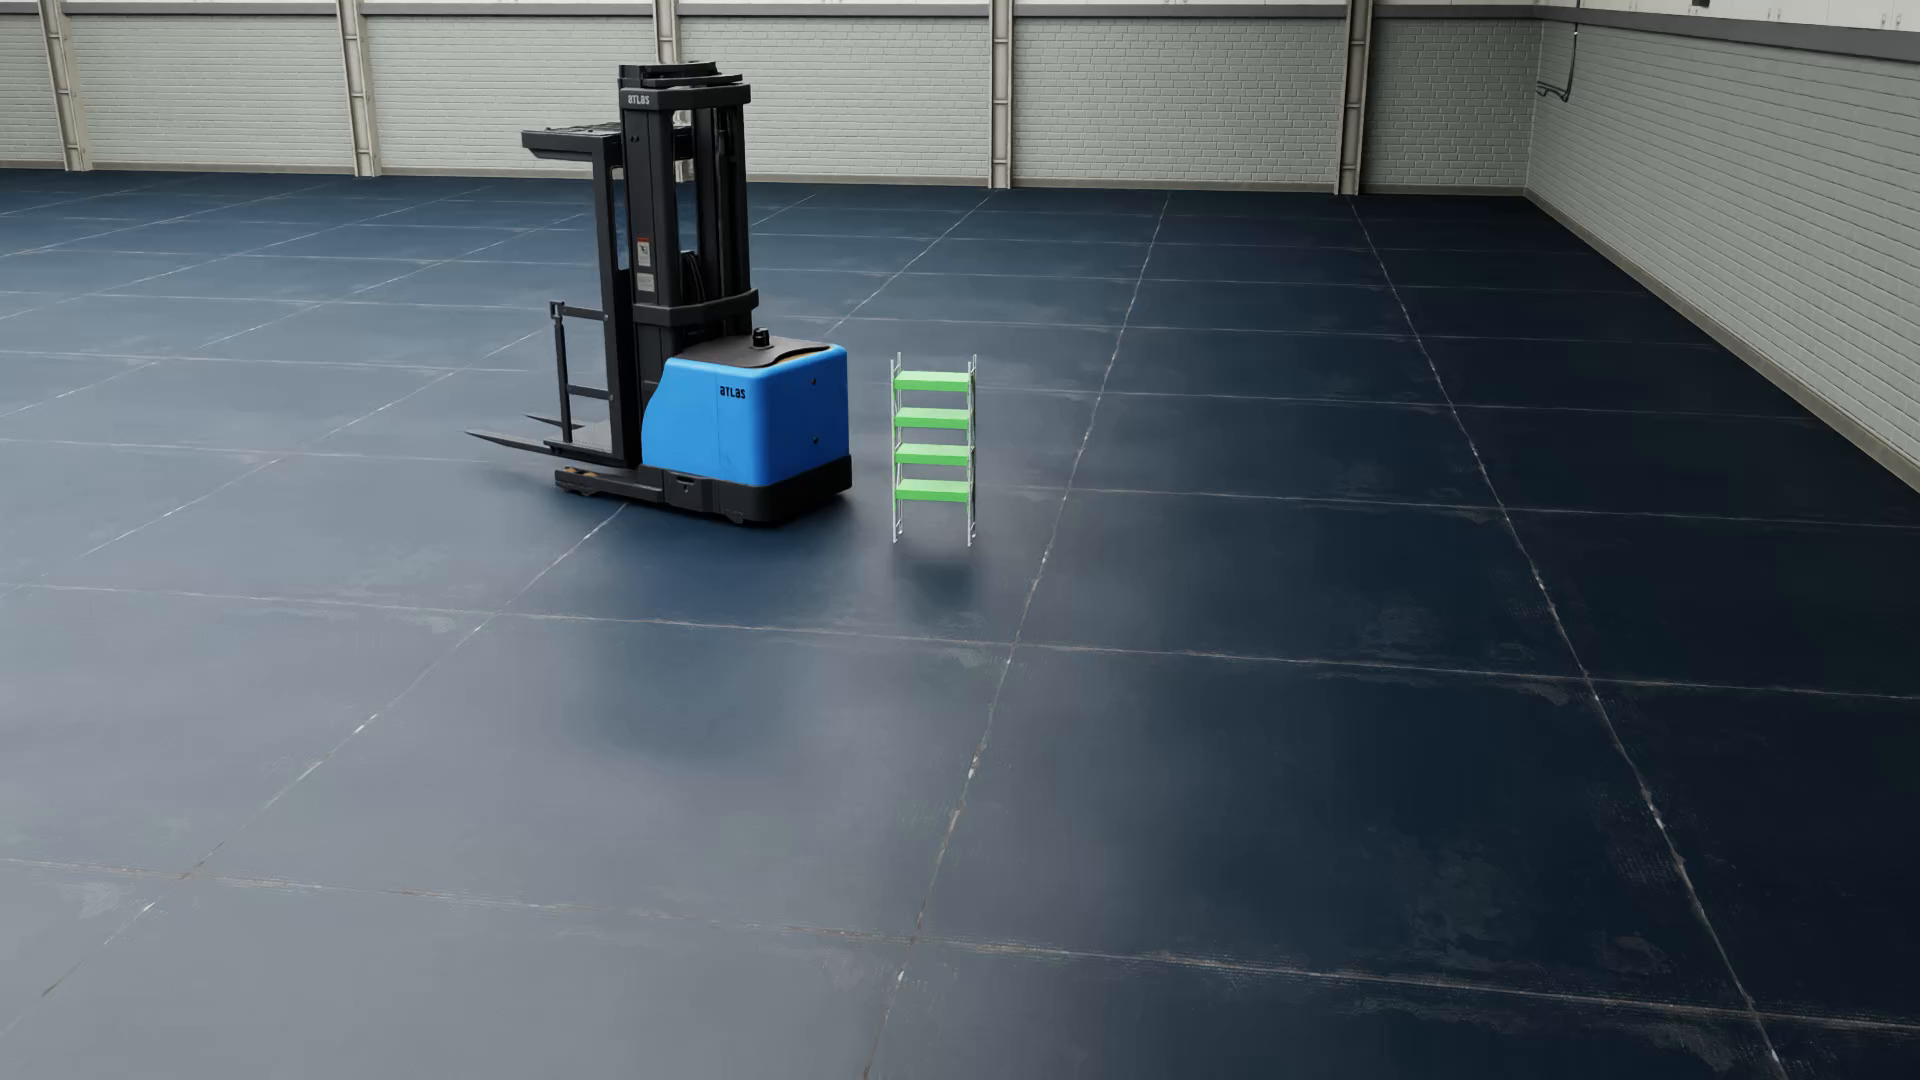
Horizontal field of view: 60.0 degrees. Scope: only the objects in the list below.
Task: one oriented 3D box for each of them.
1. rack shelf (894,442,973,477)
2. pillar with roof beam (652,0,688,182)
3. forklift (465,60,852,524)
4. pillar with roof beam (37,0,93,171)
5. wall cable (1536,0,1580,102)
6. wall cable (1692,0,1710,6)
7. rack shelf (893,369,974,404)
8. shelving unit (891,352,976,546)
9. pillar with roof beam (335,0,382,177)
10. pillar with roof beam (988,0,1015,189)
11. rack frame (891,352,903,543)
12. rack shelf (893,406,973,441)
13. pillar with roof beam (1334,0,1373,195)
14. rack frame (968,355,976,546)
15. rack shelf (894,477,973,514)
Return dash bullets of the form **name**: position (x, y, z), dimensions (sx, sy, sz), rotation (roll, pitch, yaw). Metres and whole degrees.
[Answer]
- **rack shelf**: position (-0.163, -0.517, 10.658), dimensions (0.480, 0.148, 0.258), rotation (3, 19, 9)
- **pillar with roof beam**: position (-5.889, -9.480, 24.954), dimensions (0.400, 9.000, 9.100), rotation (3, 19, 9)
- **forklift**: position (-2.279, -1.828, 11.647), dimensions (3.031, 2.935, 1.130), rotation (11, 22, 31)
- **pillar with roof beam**: position (-17.737, -10.084, 26.759), dimensions (0.400, 9.000, 9.100), rotation (3, 19, 9)
- **wall cable**: position (9.341, -8.190, 25.991), dimensions (0.112, 2.526, 3.097), rotation (3, 19, 9)
- **wall cable**: position (7.819, -8.302, 16.073), dimensions (0.169, 6.003, 2.305), rotation (3, 19, 9)
- **rack shelf**: position (-0.163, -0.972, 10.506), dimensions (0.480, 0.148, 0.258), rotation (3, 19, 9)
- **shelving unit**: position (-0.163, -0.577, 10.638), dimensions (0.503, 1.200, 0.258), rotation (3, 19, 9)
- **pillar with roof beam**: position (-11.813, -9.782, 25.857), dimensions (0.400, 9.000, 9.100), rotation (3, 19, 9)
- **pillar with roof beam**: position (0.035, -9.178, 24.052), dimensions (0.400, 9.000, 9.100), rotation (3, 19, 9)
- **rack frame**: position (-0.404, -0.590, 10.674), dimensions (0.015, 1.200, 0.240), rotation (3, 19, 9)
- **rack shelf**: position (-0.163, -0.744, 10.582), dimensions (0.480, 0.148, 0.258), rotation (3, 19, 9)
- **pillar with roof beam**: position (5.959, -8.876, 23.149), dimensions (0.400, 9.000, 9.100), rotation (3, 19, 9)
- **rack frame**: position (0.077, -0.565, 10.601), dimensions (0.015, 1.200, 0.240), rotation (3, 19, 9)
- **rack shelf**: position (-0.163, -0.289, 10.734), dimensions (0.480, 0.148, 0.258), rotation (3, 19, 9)
